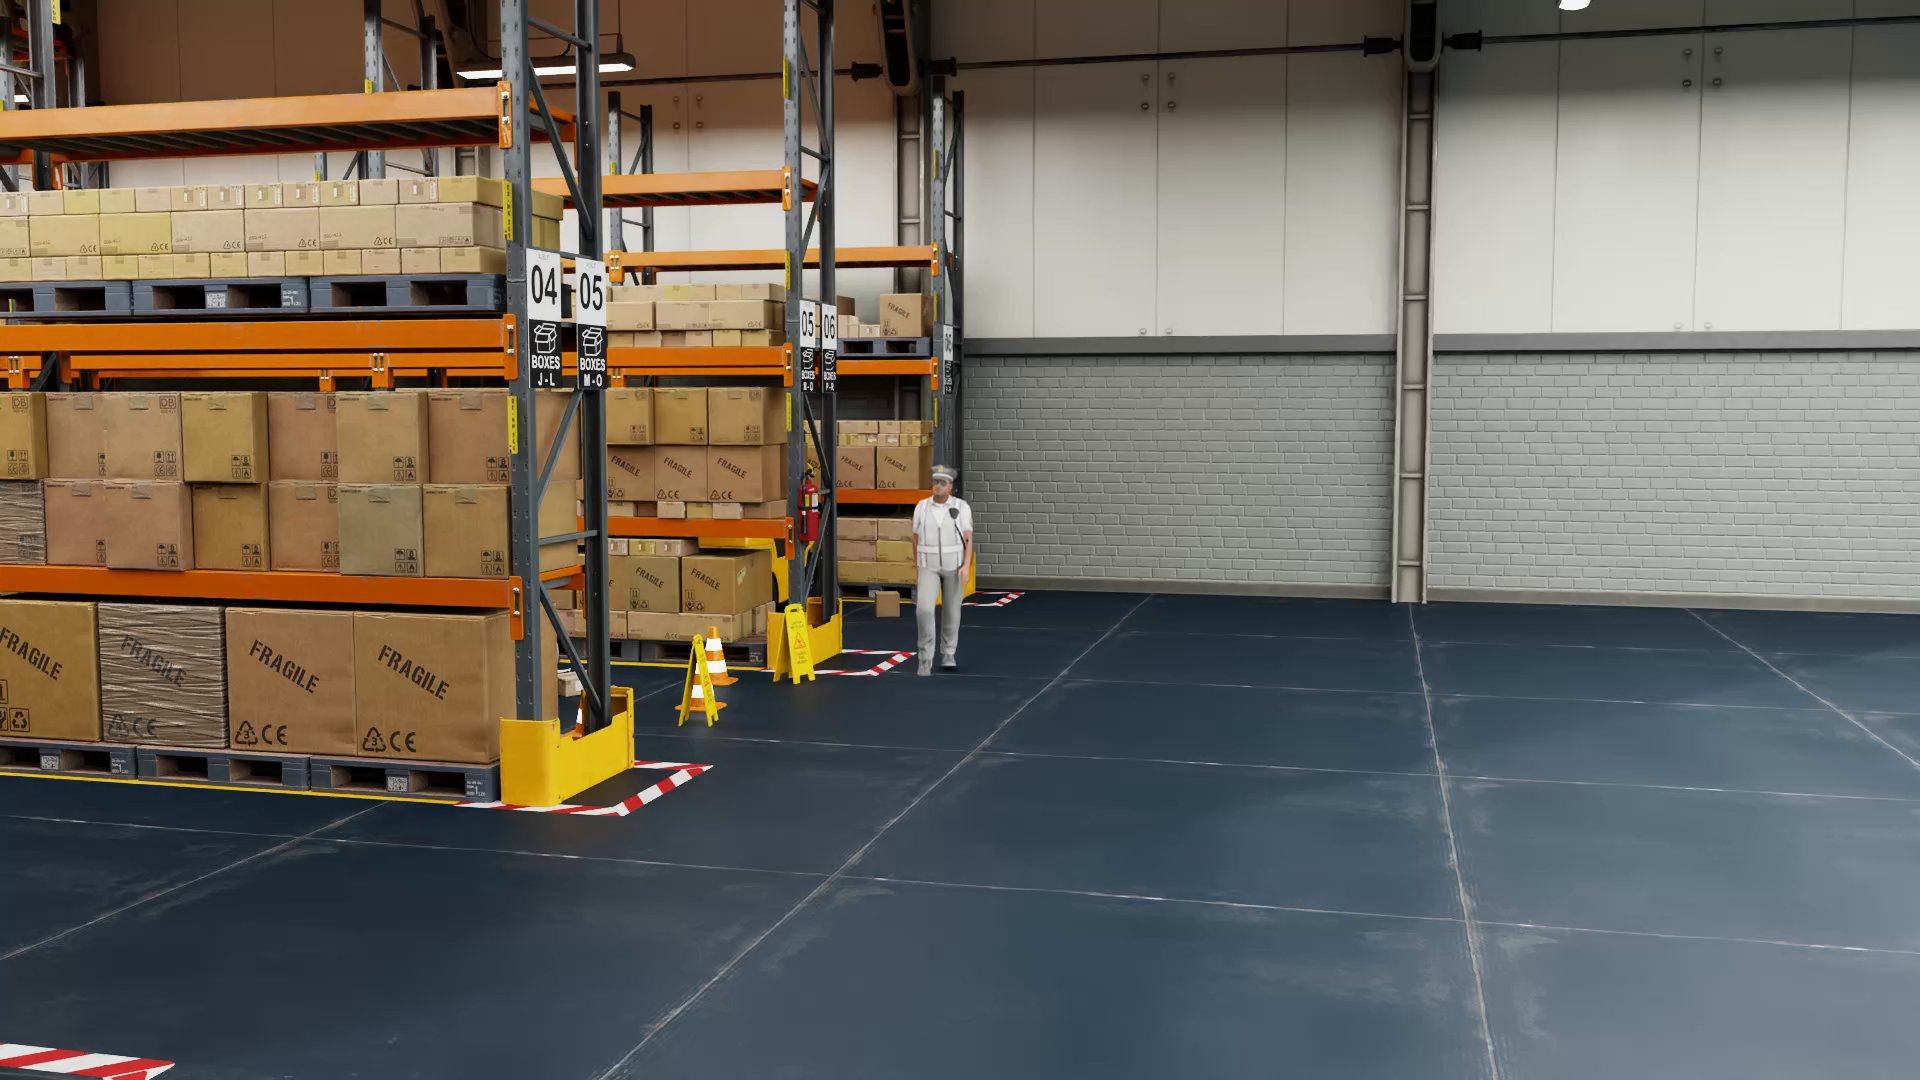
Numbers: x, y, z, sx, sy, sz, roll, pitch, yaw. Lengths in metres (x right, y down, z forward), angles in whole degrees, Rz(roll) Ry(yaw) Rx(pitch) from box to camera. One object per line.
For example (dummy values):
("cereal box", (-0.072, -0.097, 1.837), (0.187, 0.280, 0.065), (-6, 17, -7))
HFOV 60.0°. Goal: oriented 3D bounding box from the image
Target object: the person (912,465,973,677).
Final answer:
("person", (-0.156, 0.290, 14.287), (0.527, 1.859, 0.625), (0, 5, 2))
